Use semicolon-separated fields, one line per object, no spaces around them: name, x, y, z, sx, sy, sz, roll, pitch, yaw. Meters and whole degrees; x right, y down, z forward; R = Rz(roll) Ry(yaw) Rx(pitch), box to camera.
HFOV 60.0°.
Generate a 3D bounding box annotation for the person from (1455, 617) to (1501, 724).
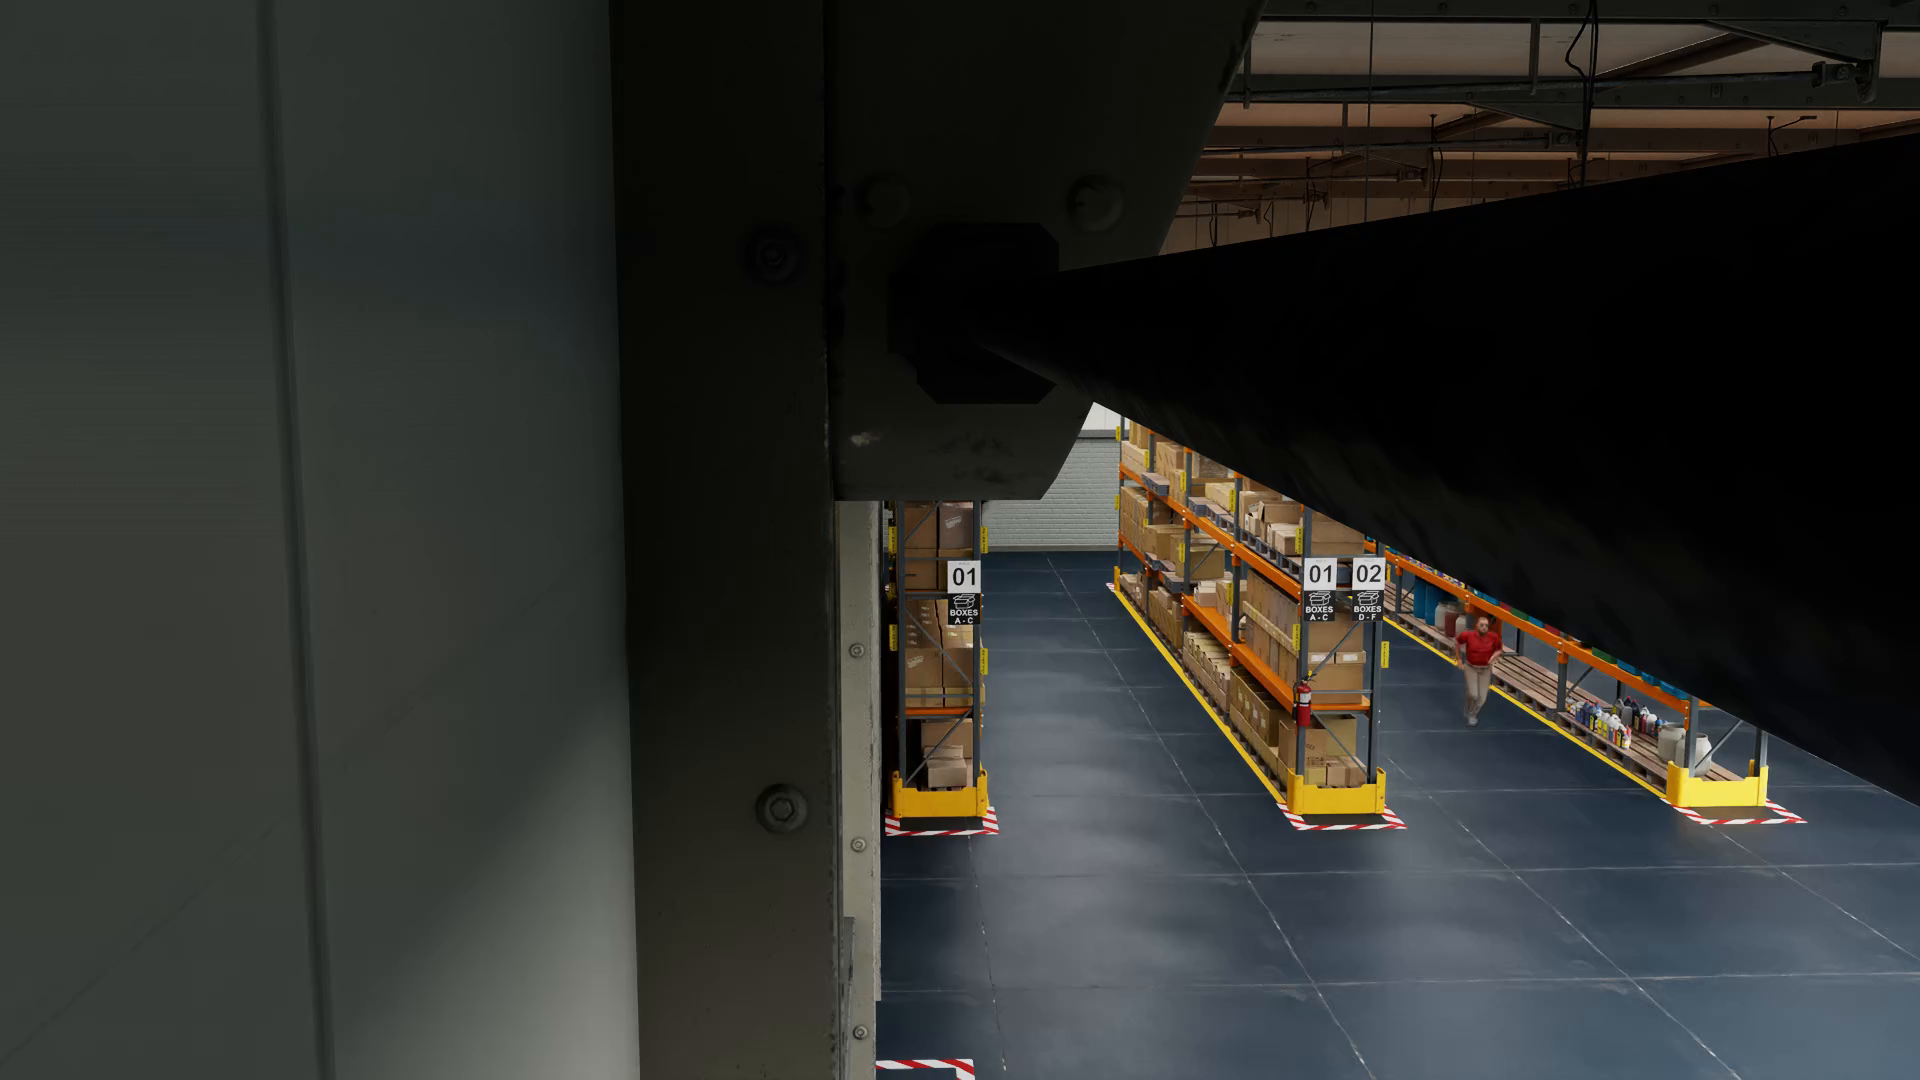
person;7.713;1.950;24.717;0.628;1.661;0.698;0;8;2
